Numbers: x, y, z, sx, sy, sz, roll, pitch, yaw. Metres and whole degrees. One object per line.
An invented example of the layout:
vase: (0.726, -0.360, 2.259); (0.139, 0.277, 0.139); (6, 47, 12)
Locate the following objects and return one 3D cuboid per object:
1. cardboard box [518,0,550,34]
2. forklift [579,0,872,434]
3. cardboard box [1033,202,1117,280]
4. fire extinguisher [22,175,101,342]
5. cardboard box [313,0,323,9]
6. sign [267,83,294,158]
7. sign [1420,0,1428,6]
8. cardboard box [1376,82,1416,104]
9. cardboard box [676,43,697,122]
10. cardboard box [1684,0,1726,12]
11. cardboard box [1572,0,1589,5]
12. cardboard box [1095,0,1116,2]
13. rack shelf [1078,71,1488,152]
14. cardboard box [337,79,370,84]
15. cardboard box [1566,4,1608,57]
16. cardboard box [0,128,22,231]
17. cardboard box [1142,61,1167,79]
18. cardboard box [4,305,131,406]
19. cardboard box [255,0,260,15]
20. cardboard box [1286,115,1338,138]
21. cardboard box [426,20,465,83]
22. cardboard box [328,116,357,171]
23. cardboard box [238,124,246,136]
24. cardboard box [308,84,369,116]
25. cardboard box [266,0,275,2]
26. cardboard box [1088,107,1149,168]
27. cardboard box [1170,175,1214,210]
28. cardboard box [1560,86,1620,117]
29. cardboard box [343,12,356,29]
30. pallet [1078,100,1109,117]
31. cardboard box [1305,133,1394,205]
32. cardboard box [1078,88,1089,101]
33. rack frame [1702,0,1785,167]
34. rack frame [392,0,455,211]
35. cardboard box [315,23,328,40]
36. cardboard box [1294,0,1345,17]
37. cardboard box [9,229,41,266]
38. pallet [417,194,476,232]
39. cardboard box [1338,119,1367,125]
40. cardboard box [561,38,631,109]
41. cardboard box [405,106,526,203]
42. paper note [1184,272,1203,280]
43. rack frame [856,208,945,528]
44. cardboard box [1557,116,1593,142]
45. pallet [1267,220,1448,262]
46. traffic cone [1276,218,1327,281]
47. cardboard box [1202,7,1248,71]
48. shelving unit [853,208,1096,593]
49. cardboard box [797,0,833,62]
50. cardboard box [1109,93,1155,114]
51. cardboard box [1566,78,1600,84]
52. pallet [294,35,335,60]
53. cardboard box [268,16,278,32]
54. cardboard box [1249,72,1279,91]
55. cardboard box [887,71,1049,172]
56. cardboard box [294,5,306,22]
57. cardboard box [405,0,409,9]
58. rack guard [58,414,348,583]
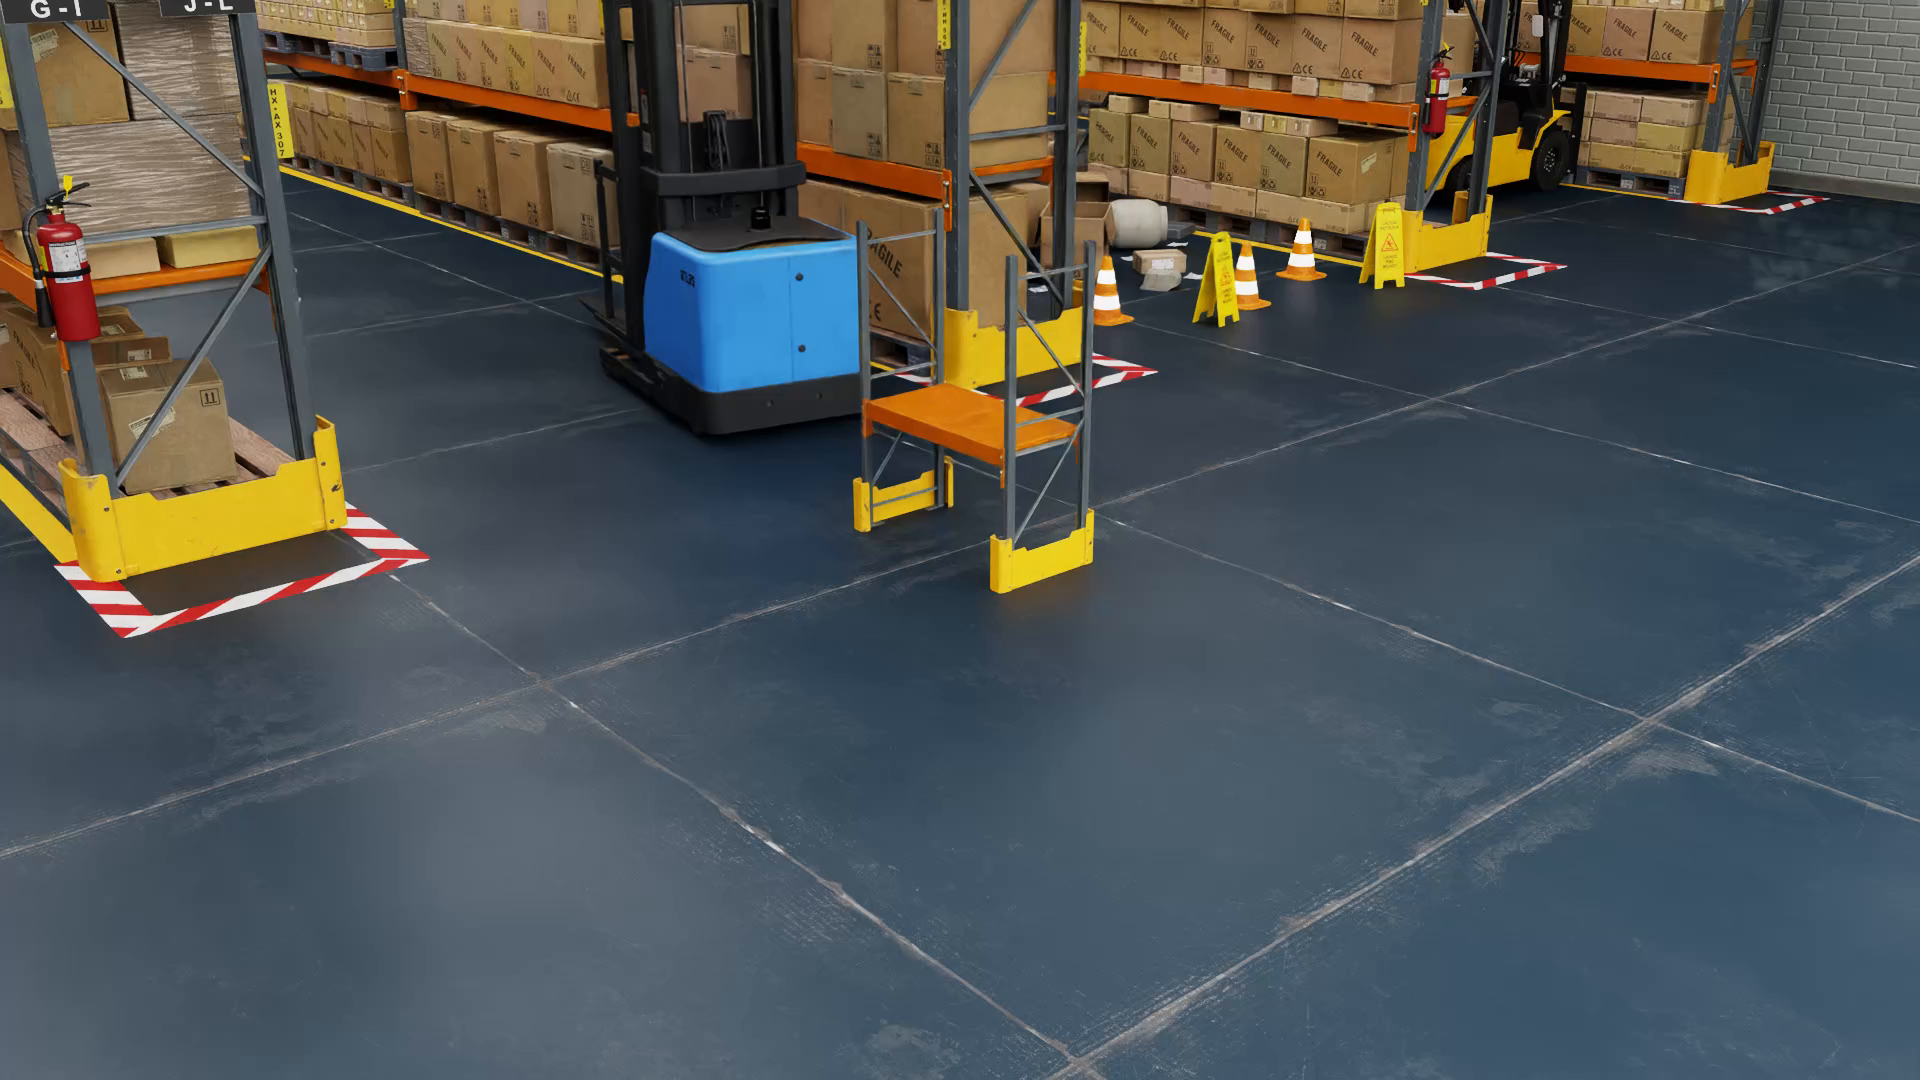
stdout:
cardboard box: (-3.277, -4.547, 13.973); (0.700, 0.500, 0.500); (-17, 27, -37)
forklift: (-1.669, -2.448, 10.216); (1.130, 2.935, 3.031); (-11, 24, -27)
cardboard box: (0.949, -2.439, 13.522); (0.637, 0.503, 0.797); (3, 22, 9)
fire extinguisher: (-3.769, -1.183, 6.996); (0.296, 0.674, 0.183); (-17, 27, -37)
cardboard box: (-6.223, -5.388, 16.581); (0.380, 0.149, 0.250); (-17, 27, -37)
sign: (-3.083, -1.892, 7.515); (0.100, 0.325, 0.005); (-17, 27, -37)
sign: (3.580, -4.279, 12.774); (0.100, 0.325, 0.005); (-17, 27, -37)
cardboard box: (3.607, -3.655, 13.546); (0.380, 0.149, 0.250); (-16, 27, -36)
cardboard box: (-1.656, -3.442, 12.454); (0.875, 0.550, 0.550); (-17, 27, -37)
cardboard box: (7.333, -5.279, 16.324); (0.380, 0.149, 0.250); (-17, 27, -37)
cardboard box: (6.477, -5.628, 17.214); (0.380, 0.149, 0.250); (-17, 27, -37)
cardboard box: (1.525, -5.302, 15.491); (0.700, 0.500, 0.500); (-18, 28, -38)
rack shelf: (2.708, -3.937, 14.908); (1.077, 0.370, 4.000); (-17, 27, -37)
cardboard box: (-6.501, -4.918, 18.251); (0.500, 0.250, 0.500); (-16, 26, -35)
cardboard box: (6.585, -5.309, 17.288); (0.500, 0.500, 0.500); (-18, 28, -38)
cardboard box: (-4.250, -1.813, 7.955); (0.875, 0.500, 0.500); (-17, 27, -37)
cardboard box: (1.901, -4.344, 15.306); (0.380, 0.149, 0.250); (-16, 27, -36)
cardboard box: (-5.030, -1.067, 9.448); (0.500, 0.500, 0.500); (19, 29, 40)
cardboard box: (-7.424, -5.756, 17.927); (0.380, 0.149, 0.250); (-18, 28, -38)
cardboard box: (3.002, -3.530, 14.161); (0.380, 0.149, 0.250); (-16, 27, -36)
cardboard box: (-4.470, -4.442, 15.074); (0.500, 0.500, 0.500); (-18, 28, -38)
cardboard box: (-6.214, -4.161, 17.346); (0.500, 0.500, 0.500); (-19, 28, -40)
cardboard box: (-8.345, -4.873, 19.645); (0.380, 0.149, 0.250); (-19, 28, -39)
cardboard box: (-6.542, -4.653, 17.575); (0.500, 0.250, 0.500); (-16, 27, -35)
cardboard box: (-7.082, -5.749, 17.502); (0.380, 0.149, 0.250); (-18, 28, -38)
cardboard box: (1.583, -3.861, 15.896); (0.500, 0.500, 0.500); (-16, 26, -35)
cardboard box: (2.288, -3.221, 15.290); (0.500, 0.250, 0.500); (-18, 28, -38)
cardboard box: (6.560, -4.612, 17.470); (0.500, 0.250, 0.500); (-17, 27, -37)
cardboard box: (-5.736, -5.042, 16.104); (0.380, 0.149, 0.250); (-16, 27, -35)
pallet: (2.091, -6.029, 23.087); (1.003, 0.211, 1.213); (-17, 27, -37)
cardboard box: (3.293, -3.143, 14.061); (0.500, 0.500, 0.500); (-17, 27, -37)
cardboard box: (1.792, -6.350, 22.935); (0.500, 0.500, 0.500); (-18, 28, -38)
rack frame: (7.771, -4.902, 16.386); (1.000, 3.000, 0.127); (-17, 27, -37)
rack frame: (-4.893, -4.723, 15.930); (1.000, 3.000, 0.127); (-17, 27, -37)
cardboard box: (-6.229, -5.112, 16.692); (0.380, 0.149, 0.250); (-19, 28, -40)
cardboard box: (3.190, -4.600, 13.701); (0.700, 0.500, 0.500); (-17, 27, -37)
cardboard box: (-4.202, -1.399, 7.786); (0.380, 0.149, 0.250); (-17, 27, -37)
pallet: (-4.435, -3.189, 15.836); (1.003, 0.211, 1.213); (-17, 27, -37)
cardboard box: (4.811, -5.238, 19.925); (0.875, 0.625, 0.625); (-16, 26, -35)
cardboard box: (-2.825, -3.745, 13.296); (0.500, 0.500, 0.500); (-18, 27, -38)
cardboard box: (-4.563, -3.681, 15.779); (1.050, 0.750, 0.750); (-18, 28, -38)
paper note: (1.888, -2.124, 13.365); (0.142, 0.019, 0.148); (12, 24, 27)
rack frame: (-0.276, -0.815, 8.009); (0.500, 1.500, 0.032); (-17, 27, -37)
cardboard box: (6.545, -4.389, 17.585); (0.500, 0.250, 0.500); (-18, 28, -39)
pallet: (3.460, -2.675, 14.523); (1.003, 0.211, 1.213); (-17, 27, -37)
traffic cone: (2.755, -2.350, 13.348); (0.336, 0.463, 0.334); (-17, 27, -37)
cardboard box: (2.487, -4.412, 14.589); (0.500, 0.500, 0.500); (-17, 27, -37)
shelving unit: (0.050, -0.677, 7.657); (0.587, 1.500, 1.083); (-17, 27, -37)
cardboard box: (-0.575, -3.514, 11.157); (0.875, 0.550, 0.550); (-17, 27, -37)
cardboard box: (1.619, -4.115, 15.653); (0.380, 0.149, 0.250); (-17, 27, -37)
cardboard box: (6.624, -4.882, 18.158); (0.500, 0.250, 0.500); (-18, 28, -38)
pallet: (-6.216, -5.171, 17.336); (1.003, 0.211, 1.213); (-17, 27, -37)
cardboard box: (-7.086, -5.474, 17.615); (0.380, 0.149, 0.250); (-17, 27, -37)
cardboard box: (2.719, -3.991, 14.406); (0.380, 0.149, 0.250); (-18, 28, -38)
cardboard box: (0.053, -2.674, 10.493); (0.875, 0.550, 0.550); (-17, 27, -37)
cardboard box: (-6.573, -5.395, 17.007); (0.380, 0.149, 0.250); (-18, 28, -38)
cardboard box: (-5.382, -5.395, 16.598); (0.380, 0.149, 0.250); (-18, 27, -38)
rack guard: (-3.544, -0.217, 7.853); (1.175, 0.500, 0.348); (-17, 27, -37)
